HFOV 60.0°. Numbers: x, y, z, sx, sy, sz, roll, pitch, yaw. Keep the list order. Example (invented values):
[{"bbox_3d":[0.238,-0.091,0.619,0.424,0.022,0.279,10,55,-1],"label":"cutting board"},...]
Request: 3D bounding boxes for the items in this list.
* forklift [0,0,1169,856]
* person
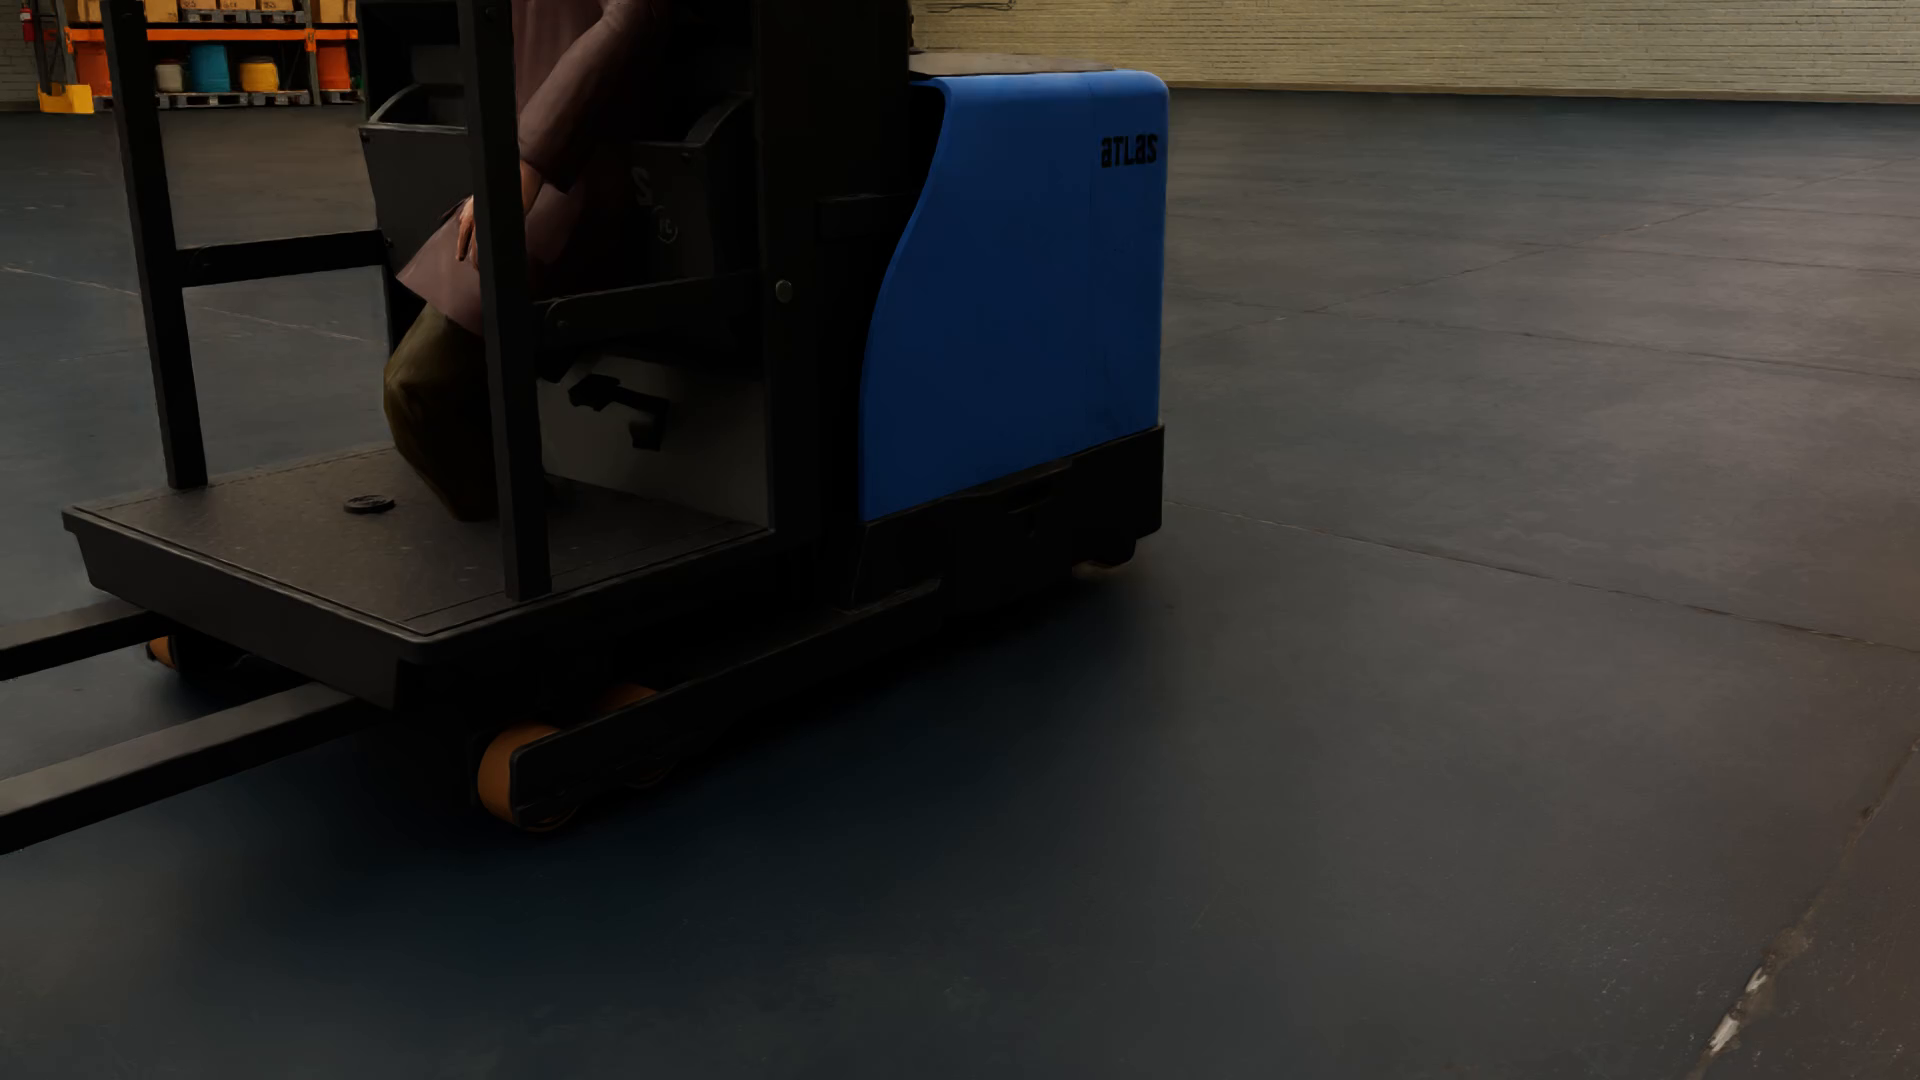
[{"bbox_3d":[-0.852,-1.126,2.605,1.130,2.935,3.031,13,21,37],"label":"forklift"},{"bbox_3d":[-0.766,-0.560,2.903,0.621,1.751,0.855,-2,17,-7],"label":"person"}]
